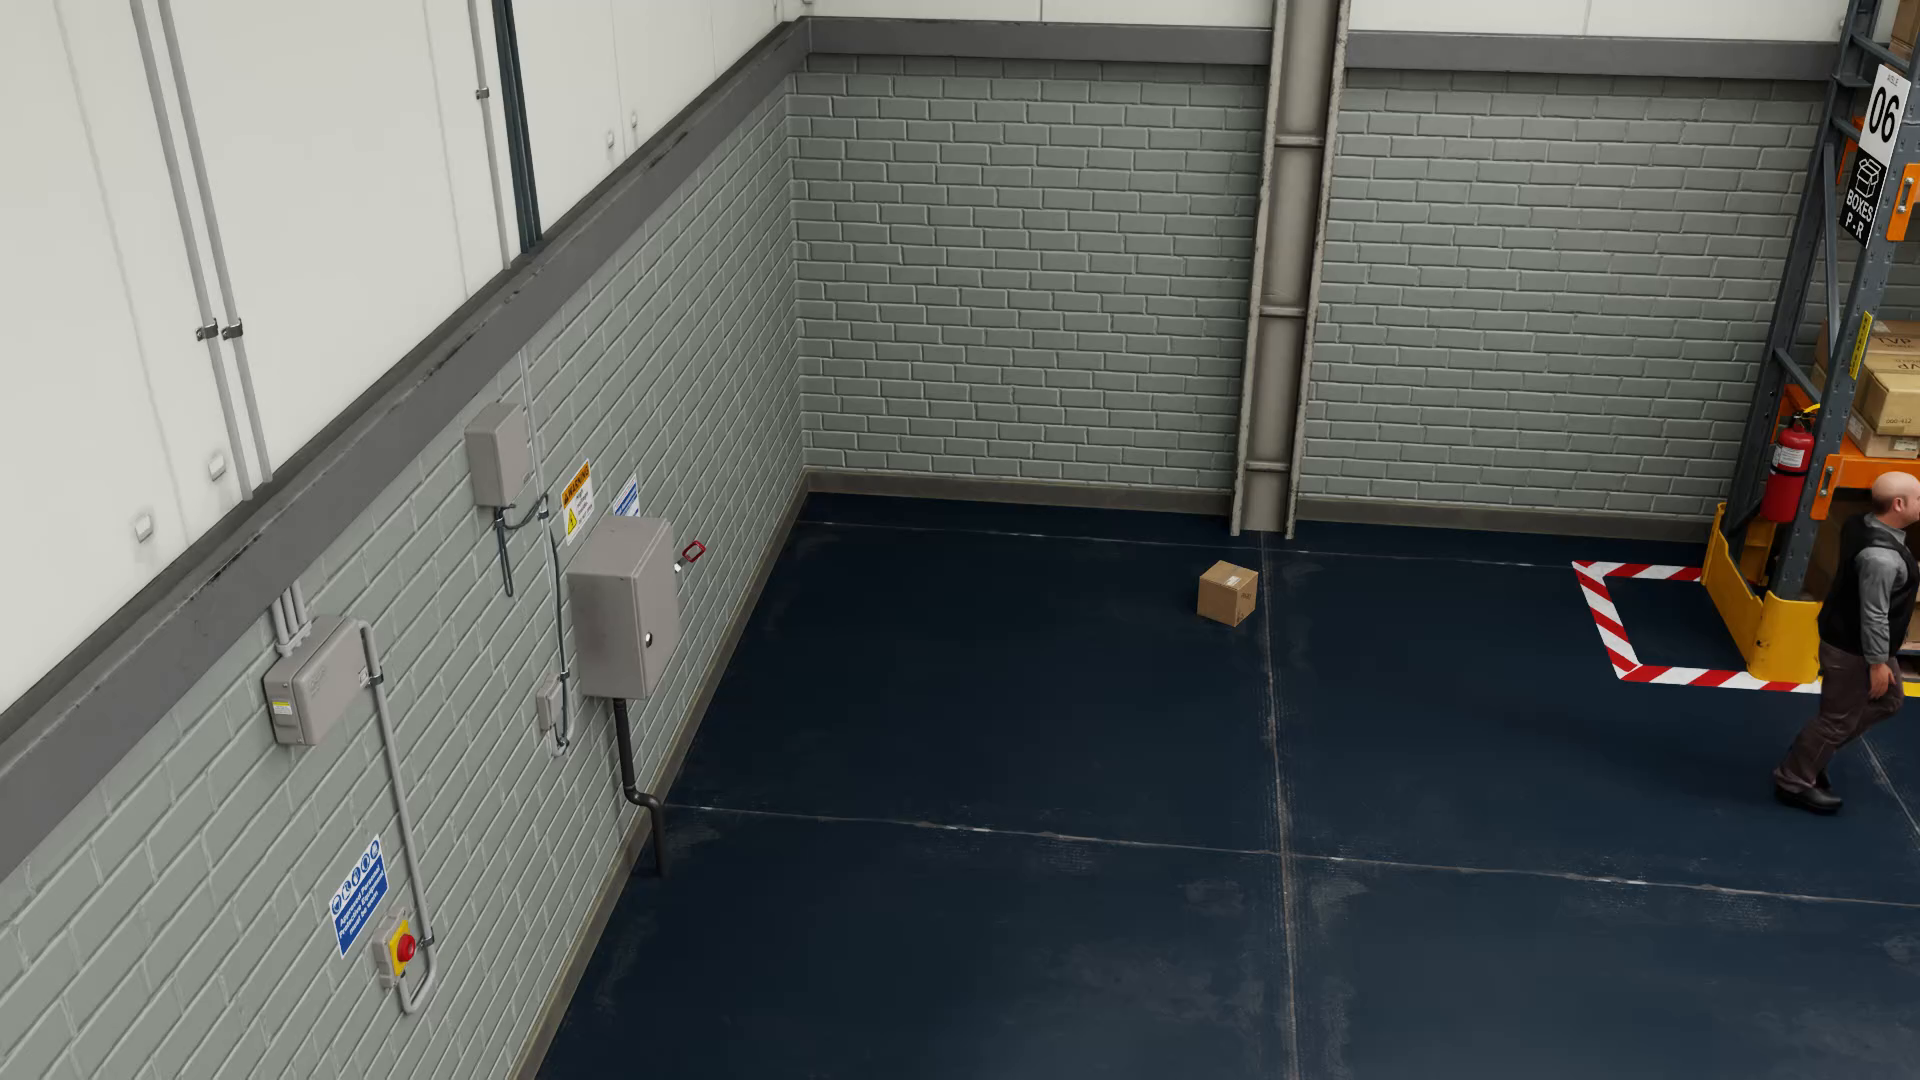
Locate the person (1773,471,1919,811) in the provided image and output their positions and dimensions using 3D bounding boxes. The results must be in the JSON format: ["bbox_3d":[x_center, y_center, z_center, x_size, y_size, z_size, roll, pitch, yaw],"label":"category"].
[{"bbox_3d":[4.194,0.498,7.696,0.481,1.734,0.577,11,30,20],"label":"person"}]
